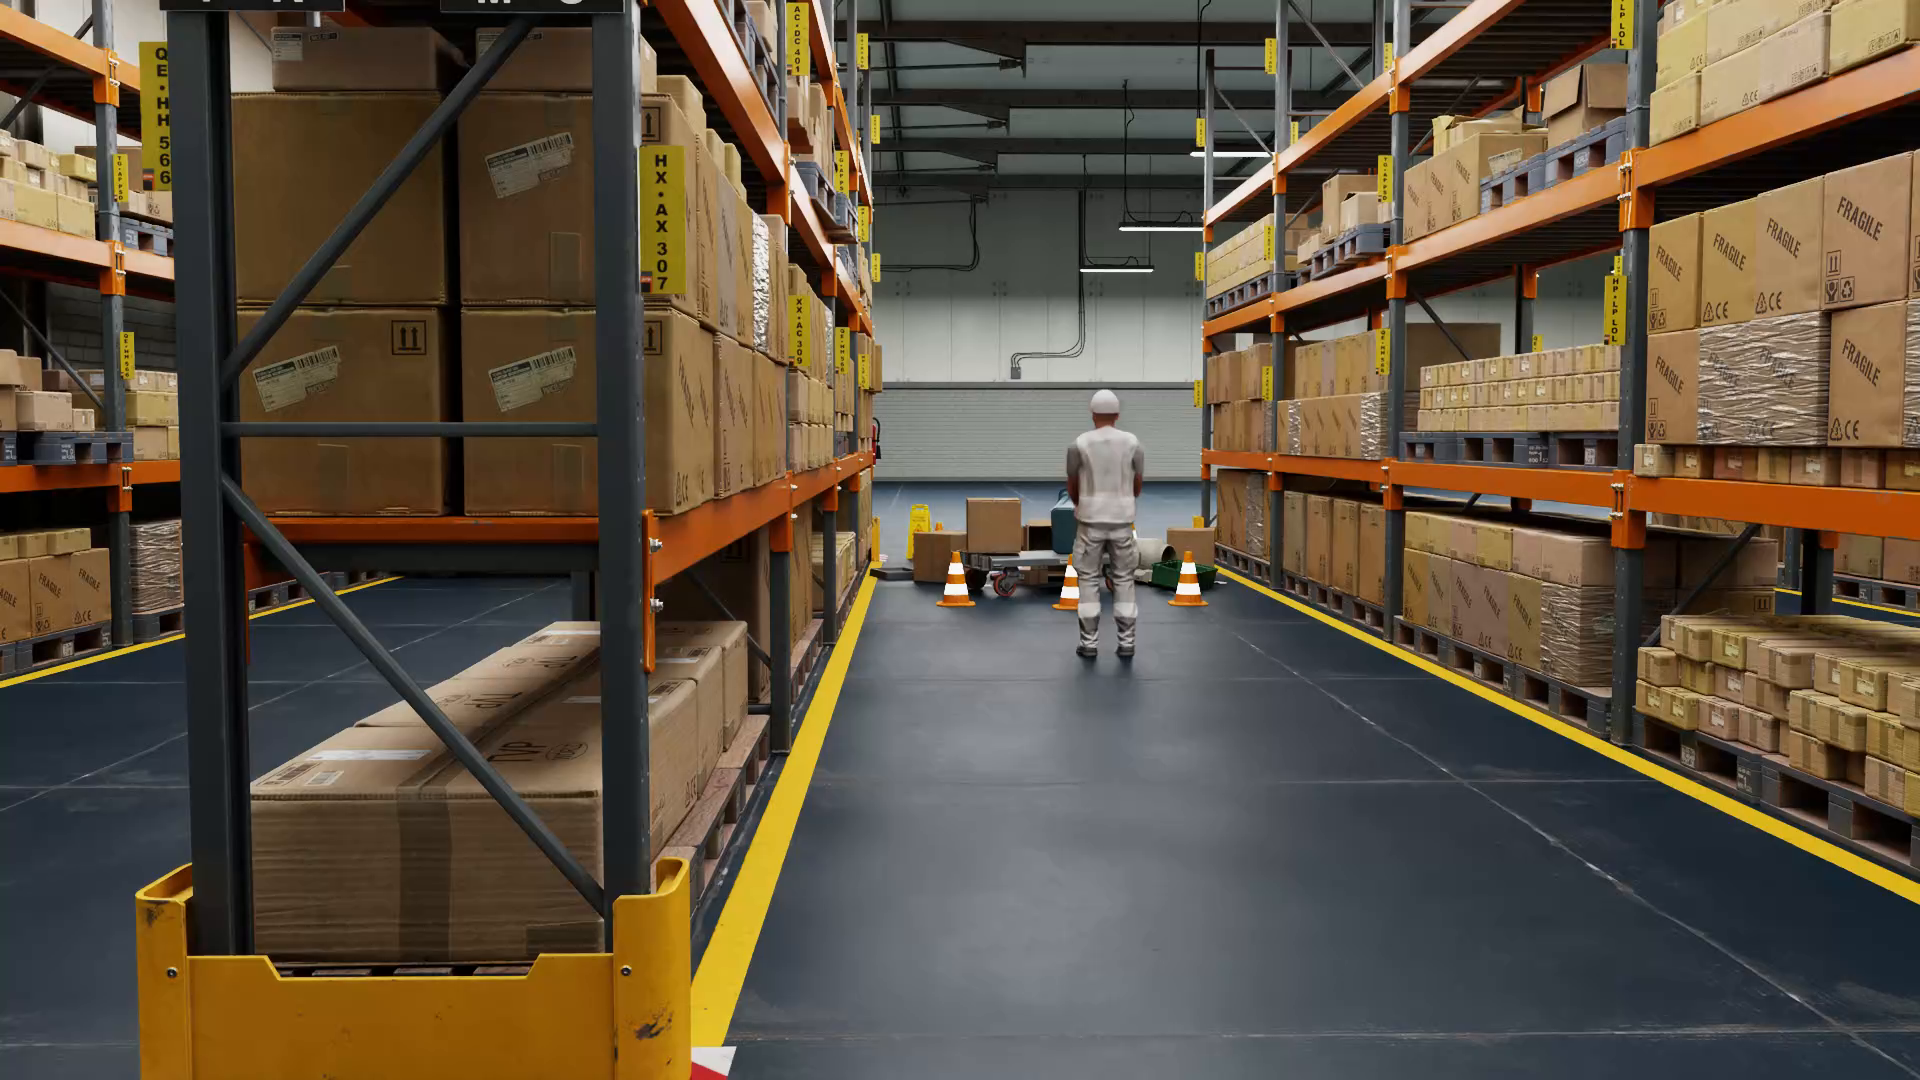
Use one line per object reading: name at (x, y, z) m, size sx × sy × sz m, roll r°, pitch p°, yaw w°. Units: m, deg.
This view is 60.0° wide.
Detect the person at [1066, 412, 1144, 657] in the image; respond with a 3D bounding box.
person at (13.222, -0.642, 19.822) m, size 25.571 × 1.746 × 16.838 m, roll 0°, pitch 4°, yaw -2°
